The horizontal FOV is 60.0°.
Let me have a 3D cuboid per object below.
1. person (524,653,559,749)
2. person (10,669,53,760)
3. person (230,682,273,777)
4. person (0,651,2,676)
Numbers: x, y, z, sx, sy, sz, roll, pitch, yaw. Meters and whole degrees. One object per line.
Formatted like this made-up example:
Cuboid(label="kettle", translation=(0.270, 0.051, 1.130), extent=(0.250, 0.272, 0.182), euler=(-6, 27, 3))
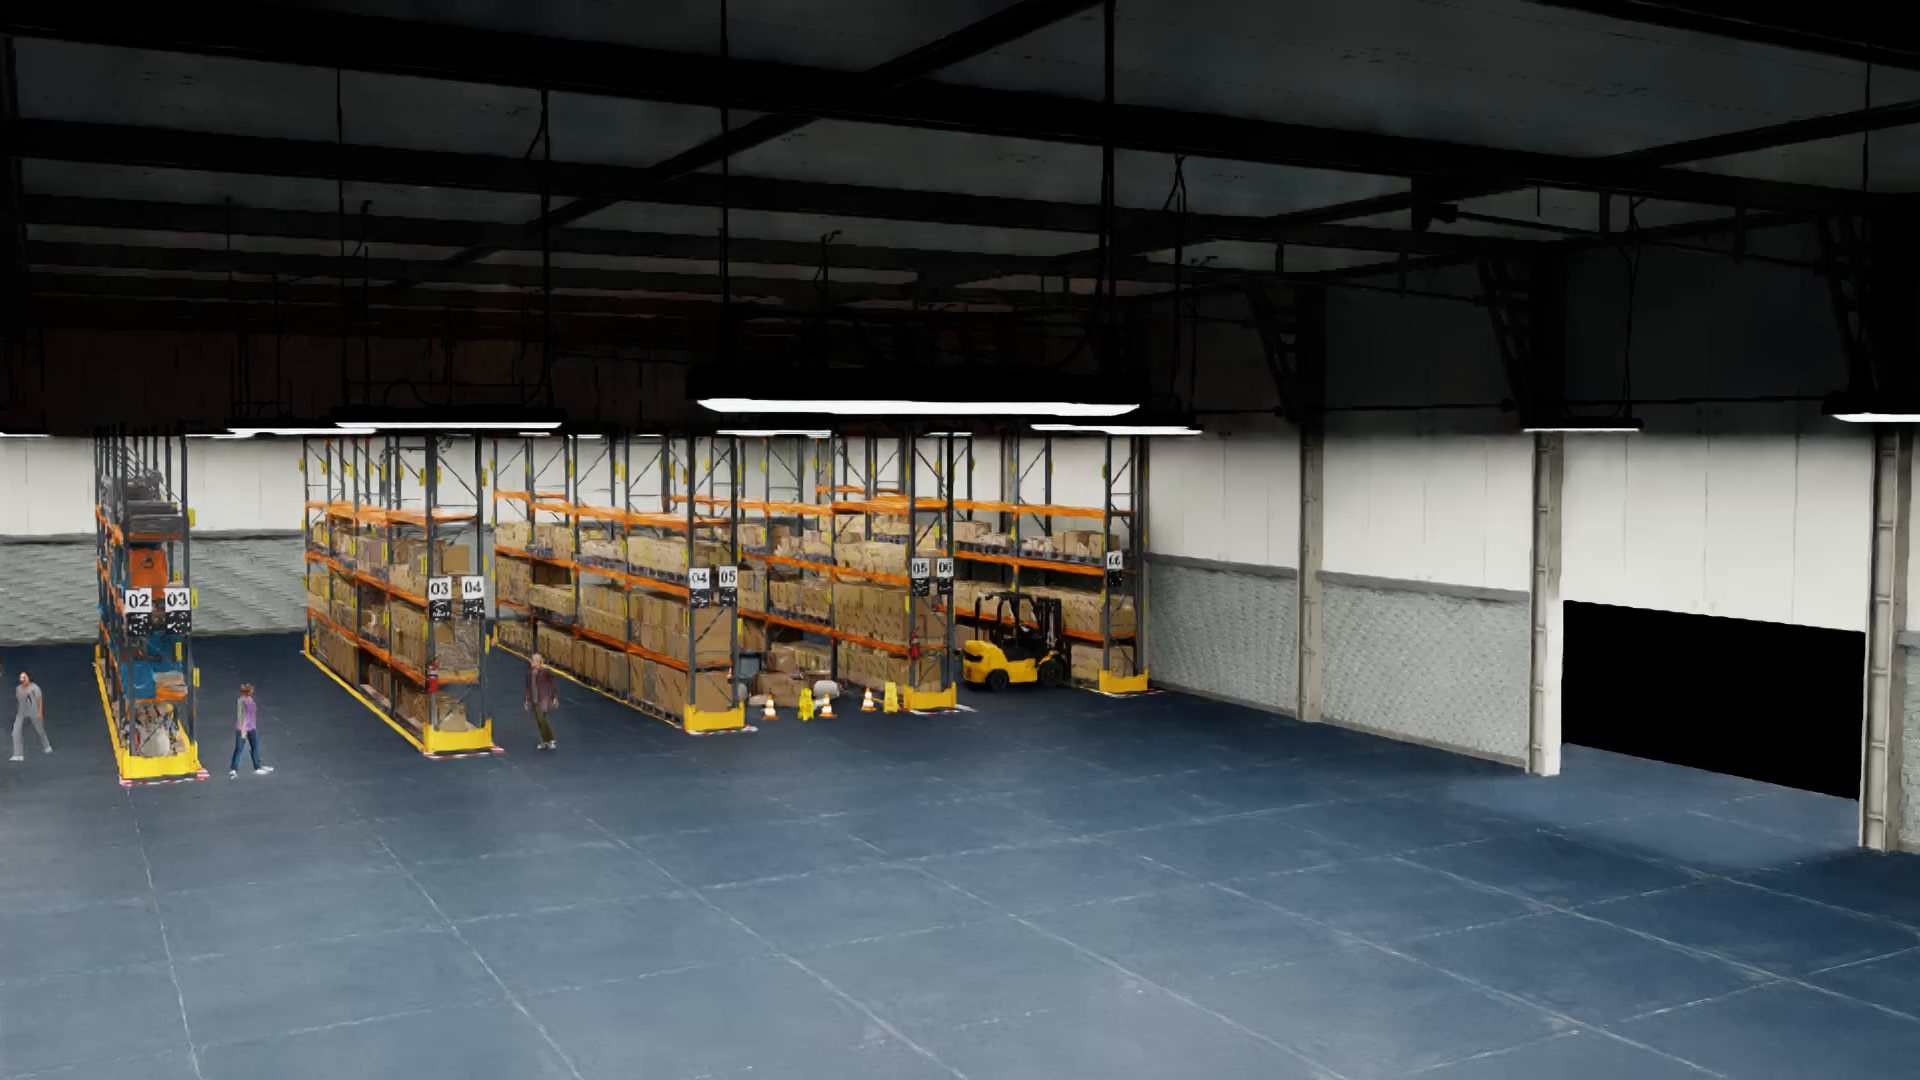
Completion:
Cuboid(label="person", translation=(-7.719, 2.967, 30.649), extent=(0.690, 1.764, 0.523), euler=(2, 4, 28))
Cuboid(label="person", translation=(-16.686, 3.116, 29.857), extent=(0.495, 1.591, 0.953), euler=(0, 3, -8))
Cuboid(label="person", translation=(-12.099, 3.204, 28.268), extent=(0.530, 1.588, 0.638), euler=(0, 3, 8))
Cuboid(label="person", translation=(-20.862, 2.752, 35.758), extent=(0.461, 1.596, 0.999), euler=(-2, 4, -30))
